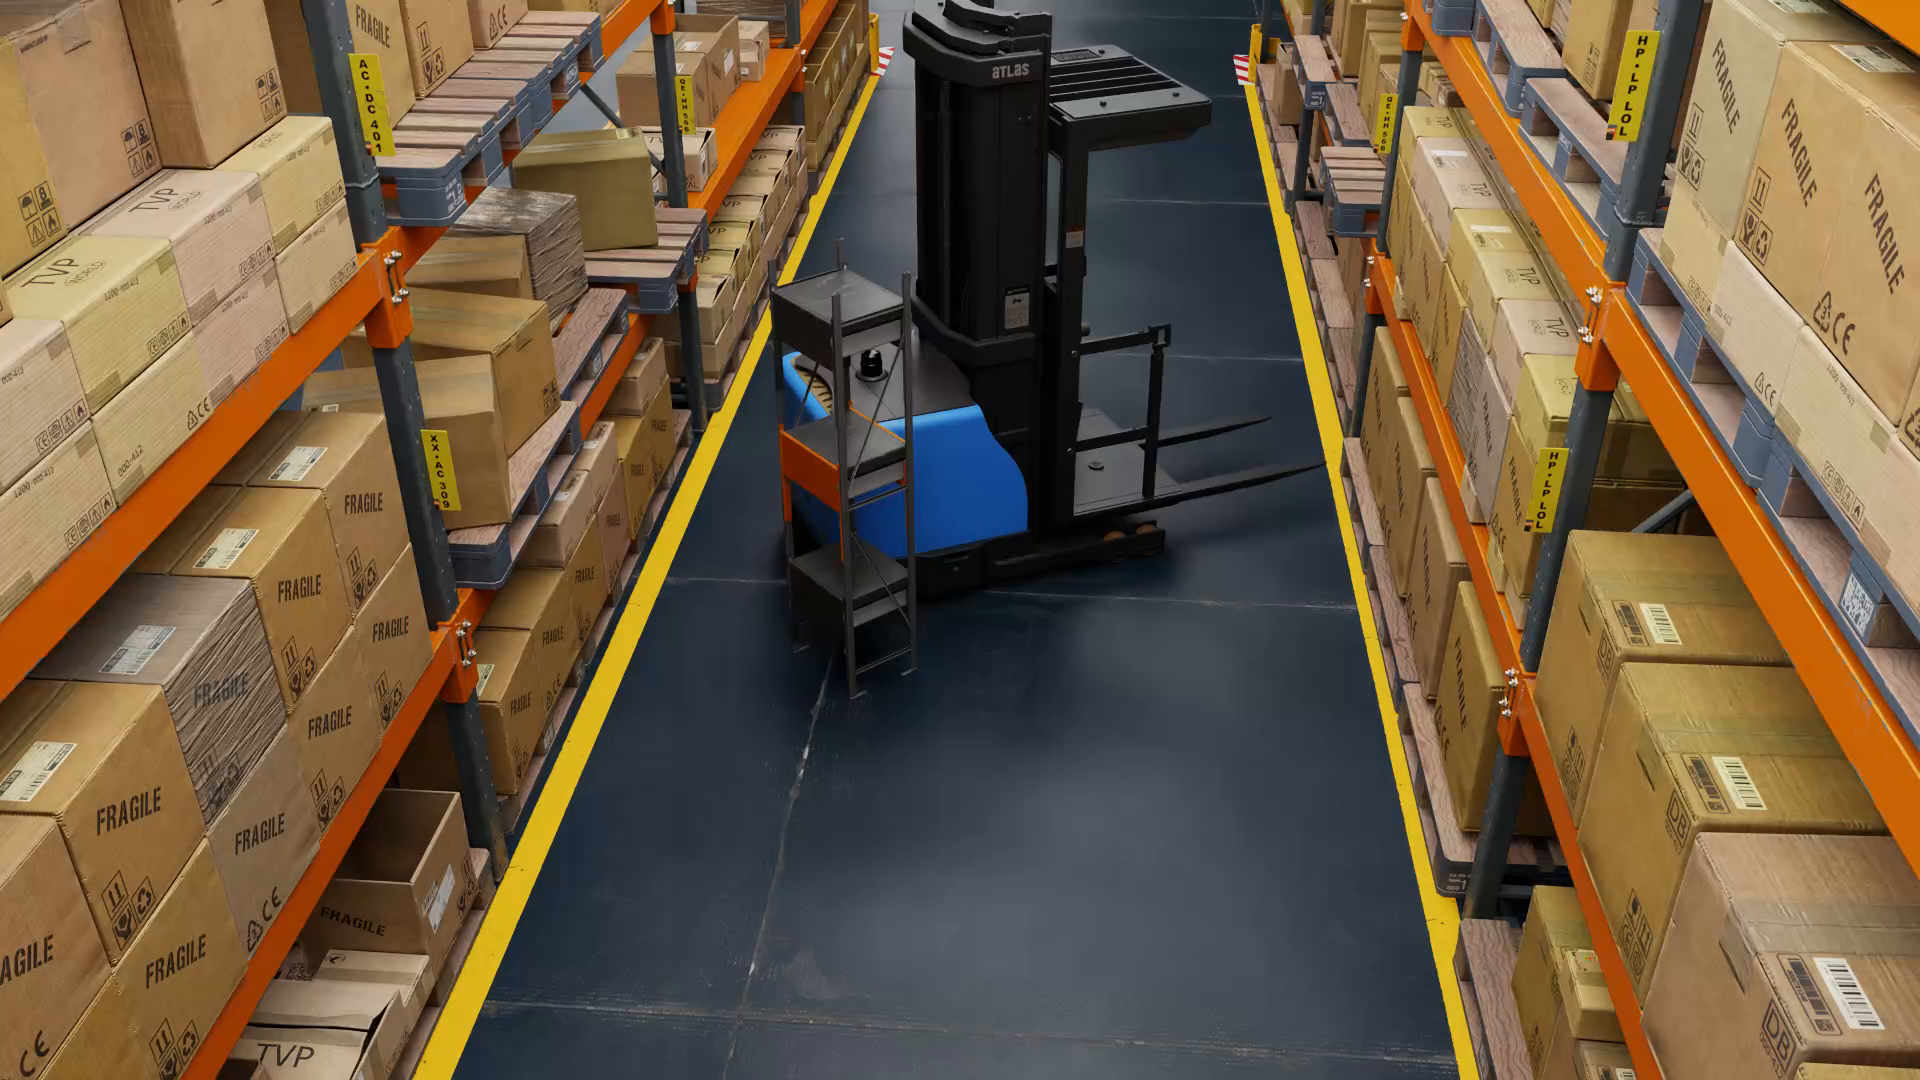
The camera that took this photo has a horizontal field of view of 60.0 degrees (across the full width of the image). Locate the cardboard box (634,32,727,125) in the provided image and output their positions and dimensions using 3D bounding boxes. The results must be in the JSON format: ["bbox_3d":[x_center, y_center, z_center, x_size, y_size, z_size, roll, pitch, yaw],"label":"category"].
[{"bbox_3d":[-1.919,-3.186,11.466,0.500,0.500,0.500,3,32,4],"label":"cardboard box"}]

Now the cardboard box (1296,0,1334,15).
[{"bbox_3d":[2.912,-4.397,12.935,0.500,0.500,0.500,2,32,4],"label":"cardboard box"}]

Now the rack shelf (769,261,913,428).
[{"bbox_3d":[-0.525,-0.873,7.357,0.431,0.518,0.480,-23,38,-32],"label":"rack shelf"}]

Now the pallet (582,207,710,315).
[{"bbox_3d":[-2.067,-1.551,9.091,1.213,0.211,1.003,2,32,4],"label":"pallet"}]

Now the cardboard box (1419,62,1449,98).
[{"bbox_3d":[2.865,-2.637,9.538,0.380,0.149,0.250,-3,32,-4],"label":"cardboard box"}]

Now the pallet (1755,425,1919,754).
[{"bbox_3d":[2.351,0.135,3.397,1.003,0.211,1.213,2,32,4],"label":"pallet"}]

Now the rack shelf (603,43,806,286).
[{"bbox_3d":[-1.919,-2.730,11.507,1.077,0.370,4.000,2,32,4],"label":"rack shelf"}]

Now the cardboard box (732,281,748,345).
[{"bbox_3d":[-1.706,-1.523,11.083,0.500,0.250,0.500,2,32,3],"label":"cardboard box"}]

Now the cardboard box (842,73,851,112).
[{"bbox_3d":[-1.290,-4.104,15.271,0.500,0.250,0.500,2,32,4],"label":"cardboard box"}]

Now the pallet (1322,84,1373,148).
[{"bbox_3d":[2.976,-2.736,11.013,1.003,0.211,1.213,2,32,4],"label":"pallet"}]

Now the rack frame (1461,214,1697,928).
[{"bbox_3d":[2.530,0.311,5.887,1.000,3.000,0.127,2,32,4],"label":"rack frame"}]

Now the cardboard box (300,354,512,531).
[{"bbox_3d":[-2.146,-0.358,6.477,0.700,0.500,0.500,-8,33,-13],"label":"cardboard box"}]

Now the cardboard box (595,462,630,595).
[{"bbox_3d":[-2.003,-0.069,8.467,0.500,0.500,0.500,1,32,2],"label":"cardboard box"}]

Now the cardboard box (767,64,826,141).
[{"bbox_3d":[-1.406,-3.639,13.801,0.500,0.500,0.500,2,32,4],"label":"cardboard box"}]

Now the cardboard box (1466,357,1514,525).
[{"bbox_3d":[2.348,-0.386,6.620,0.500,0.500,0.500,3,32,4],"label":"cardboard box"}]

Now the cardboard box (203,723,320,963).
[{"bbox_3d":[-2.273,0.869,4.885,0.500,0.500,0.500,3,32,5],"label":"cardboard box"}]

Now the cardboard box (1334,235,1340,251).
[{"bbox_3d":[3.146,-2.338,12.147,0.700,0.500,0.500,2,32,3],"label":"cardboard box"}]

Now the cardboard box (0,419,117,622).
[{"bbox_3d":[-2.311,-0.062,3.776,0.500,0.250,0.500,2,32,4],"label":"cardboard box"}]

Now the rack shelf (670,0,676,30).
[{"bbox_3d":[-1.919,-4.007,10.720,1.077,0.370,4.000,2,32,4],"label":"rack shelf"}]

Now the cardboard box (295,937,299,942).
[{"bbox_3d":[-2.657,1.269,6.476,0.500,0.311,0.500,2,32,4],"label":"cardboard box"}]

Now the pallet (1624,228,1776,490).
[{"bbox_3d":[2.453,-0.501,4.430,1.003,0.211,1.213,2,32,4],"label":"pallet"}]

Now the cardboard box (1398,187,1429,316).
[{"bbox_3d":[2.509,-1.442,8.333,0.500,0.500,0.500,3,32,6],"label":"cardboard box"}]

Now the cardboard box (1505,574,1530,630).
[{"bbox_3d":[2.275,0.220,6.254,0.380,0.149,0.250,3,32,4],"label":"cardboard box"}]

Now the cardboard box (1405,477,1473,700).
[{"bbox_3d":[2.523,0.237,7.655,0.750,0.750,0.750,3,32,5],"label":"cardboard box"}]

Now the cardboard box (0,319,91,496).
[{"bbox_3d":[-2.305,-0.275,3.644,0.500,0.250,0.500,2,32,4],"label":"cardboard box"}]

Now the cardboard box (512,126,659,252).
[{"bbox_3d":[-2.021,-1.878,8.942,0.700,0.500,0.500,-8,33,-13],"label":"cardboard box"}]

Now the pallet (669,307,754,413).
[{"bbox_3d":[-1.976,-1.232,11.048,1.003,0.211,1.213,2,32,4],"label":"pallet"}]

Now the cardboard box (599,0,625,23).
[{"bbox_3d":[-2.125,-2.814,8.002,0.910,0.500,0.500,2,32,4],"label":"cardboard box"}]

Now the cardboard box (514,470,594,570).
[{"bbox_3d":[-2.044,-0.107,7.813,0.500,0.250,0.500,3,32,4],"label":"cardboard box"}]

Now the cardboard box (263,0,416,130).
[{"bbox_3d":[-2.293,-1.700,5.700,0.600,0.600,0.600,0,32,-1],"label":"cardboard box"}]

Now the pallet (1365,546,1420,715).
[{"bbox_3d":[2.614,0.452,8.316,1.003,0.211,1.213,2,32,4],"label":"pallet"}]

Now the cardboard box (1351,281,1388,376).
[{"bbox_3d":[2.862,-1.283,10.436,0.700,0.500,0.500,3,32,5],"label":"cardboard box"}]

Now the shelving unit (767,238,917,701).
[{"bbox_3d":[-0.525,-0.288,7.717,0.431,2.100,0.503,-23,38,-32],"label":"shelving unit"}]

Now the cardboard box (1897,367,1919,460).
[{"bbox_3d":[2.078,-0.280,2.919,0.500,0.500,0.500,1,32,2],"label":"cardboard box"}]

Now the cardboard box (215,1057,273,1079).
[{"bbox_3d":[-2.555,1.959,5.172,0.797,0.503,0.637,2,32,4],"label":"cardboard box"}]

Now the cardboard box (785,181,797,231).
[{"bbox_3d":[-1.544,-2.597,12.825,0.500,0.250,0.500,2,32,3],"label":"cardboard box"}]

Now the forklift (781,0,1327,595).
[{"bbox_3d":[0.583,-1.371,8.681,3.031,2.935,1.130,-12,34,-19],"label":"forklift"}]

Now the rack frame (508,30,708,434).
[{"bbox_3d":[-2.082,-1.990,9.621,1.000,3.000,0.127,2,32,4],"label":"rack frame"}]

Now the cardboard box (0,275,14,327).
[{"bbox_3d":[-2.515,-0.603,3.462,0.700,0.500,0.500,2,32,4],"label":"cardboard box"}]

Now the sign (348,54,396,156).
[{"bbox_3d":[-1.866,-1.377,5.273,0.100,0.325,0.005,2,32,4],"label":"sign"}]

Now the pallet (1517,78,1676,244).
[{"bbox_3d":[2.556,-1.366,5.931,0.805,0.209,1.217,1,32,2],"label":"pallet"}]

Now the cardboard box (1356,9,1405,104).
[{"bbox_3d":[3.031,-3.200,11.069,0.700,0.500,0.500,7,32,11],"label":"cardboard box"}]

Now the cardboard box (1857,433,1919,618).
[{"bbox_3d":[2.078,0.029,3.132,0.500,0.250,0.500,2,32,2],"label":"cardboard box"}]

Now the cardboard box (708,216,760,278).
[{"bbox_3d":[-1.668,-2.040,11.388,0.500,0.311,0.500,2,32,3],"label":"cardboard box"}]

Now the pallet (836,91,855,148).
[{"bbox_3d":[-1.553,-3.949,15.456,1.003,0.211,1.213,2,32,4],"label":"pallet"}]

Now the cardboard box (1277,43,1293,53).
[{"bbox_3d":[3.361,-4.649,16.078,0.500,0.311,0.500,-1,32,-2],"label":"cardboard box"}]

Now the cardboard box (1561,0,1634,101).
[{"bbox_3d":[2.692,-1.945,6.174,0.700,0.500,0.500,2,32,3],"label":"cardboard box"}]

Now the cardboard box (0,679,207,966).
[{"bbox_3d":[-2.313,0.703,4.202,0.500,0.500,0.500,2,32,4],"label":"cardboard box"}]

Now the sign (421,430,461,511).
[{"bbox_3d":[-1.866,-0.248,5.969,0.100,0.325,0.005,2,32,4],"label":"sign"}]

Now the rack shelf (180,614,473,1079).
[{"bbox_3d":[-2.570,1.453,4.719,1.077,0.370,4.000,2,32,4],"label":"rack shelf"}]

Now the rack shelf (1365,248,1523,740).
[{"bbox_3d":[2.693,-0.429,7.772,1.077,0.370,4.000,2,32,4],"label":"rack shelf"}]

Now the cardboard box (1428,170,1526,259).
[{"bbox_3d":[2.482,-1.509,7.726,0.500,0.250,0.500,3,32,4],"label":"cardboard box"}]

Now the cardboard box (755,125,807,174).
[{"bbox_3d":[-1.503,-3.105,13.115,0.500,0.311,0.500,2,32,4],"label":"cardboard box"}]

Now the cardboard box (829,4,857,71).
[{"bbox_3d":[-1.244,-4.685,15.498,0.500,0.500,0.500,2,32,4],"label":"cardboard box"}]

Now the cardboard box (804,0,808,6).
[{"bbox_3d":[-1.645,-4.895,14.239,0.700,0.500,0.500,3,32,5],"label":"cardboard box"}]

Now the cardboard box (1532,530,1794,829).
[{"bbox_3d":[2.470,0.466,5.349,0.980,0.700,0.700,3,32,5],"label":"cardboard box"}]
